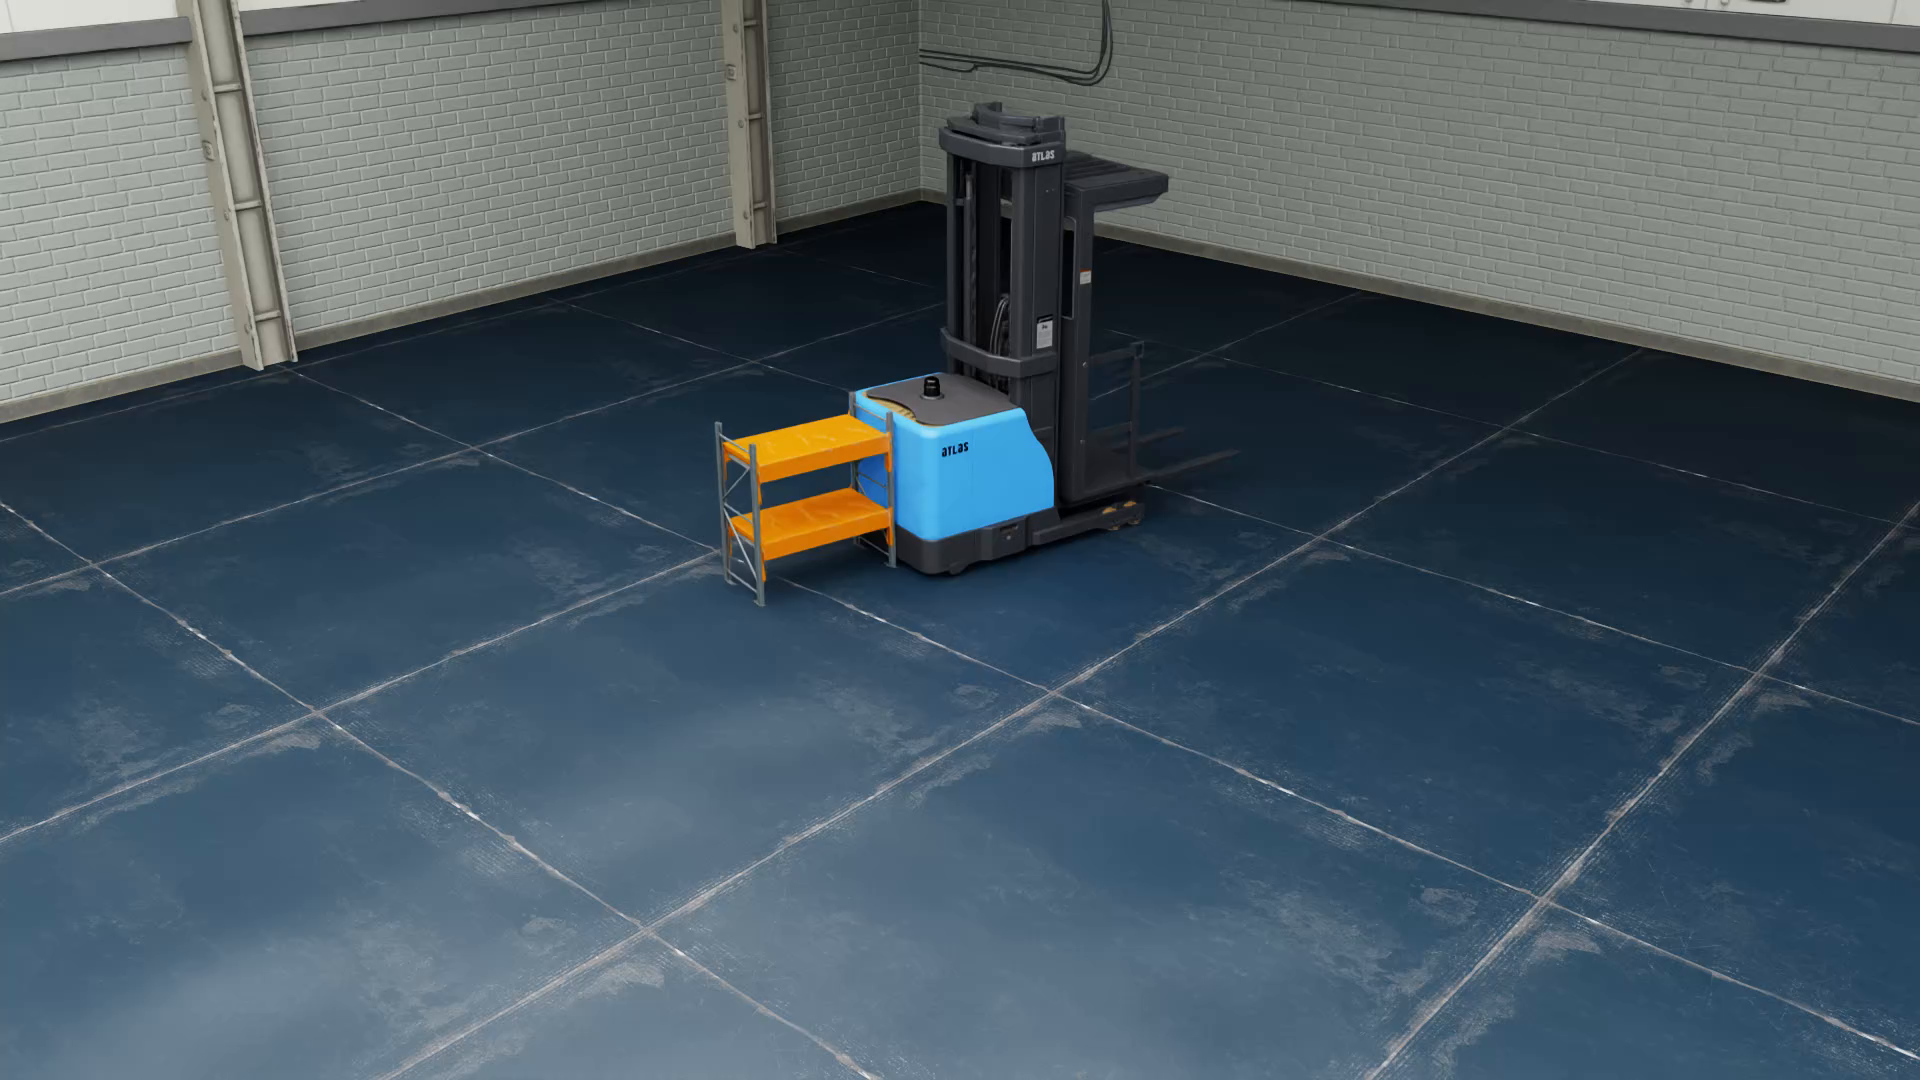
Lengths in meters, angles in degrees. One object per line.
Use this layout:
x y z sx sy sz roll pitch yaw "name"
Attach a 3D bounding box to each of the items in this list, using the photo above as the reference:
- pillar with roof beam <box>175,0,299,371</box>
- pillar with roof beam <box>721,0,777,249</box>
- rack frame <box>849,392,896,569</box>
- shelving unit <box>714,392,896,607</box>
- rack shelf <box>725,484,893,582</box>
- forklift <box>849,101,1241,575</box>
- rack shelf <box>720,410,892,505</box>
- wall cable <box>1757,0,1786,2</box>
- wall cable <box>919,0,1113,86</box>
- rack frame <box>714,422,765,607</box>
-3.192 -4.580 10.966 9.100 9.000 0.400 20 31 38 "pillar with roof beam"
0.813 -6.408 15.043 9.100 9.000 0.400 20 31 38 "pillar with roof beam"
-0.593 -0.403 11.273 0.032 1.125 0.500 -16 29 -32 "rack frame"
-1.008 -0.283 11.005 1.048 1.125 0.538 -16 29 -32 "shelving unit"
-1.008 -0.059 11.105 1.000 0.278 0.538 -16 29 -32 "rack shelf"
0.722 -1.561 11.649 3.031 2.935 1.130 -16 29 -32 "forklift"
-1.008 -0.550 10.886 1.000 0.278 0.538 -16 29 -32 "rack shelf"
7.617 -7.075 12.373 2.305 6.003 0.169 20 31 38 "wall cable"
0.558 -6.703 19.496 3.097 2.526 0.112 20 31 38 "wall cable"
-1.423 -0.162 10.737 0.032 1.125 0.500 -16 29 -32 "rack frame"
